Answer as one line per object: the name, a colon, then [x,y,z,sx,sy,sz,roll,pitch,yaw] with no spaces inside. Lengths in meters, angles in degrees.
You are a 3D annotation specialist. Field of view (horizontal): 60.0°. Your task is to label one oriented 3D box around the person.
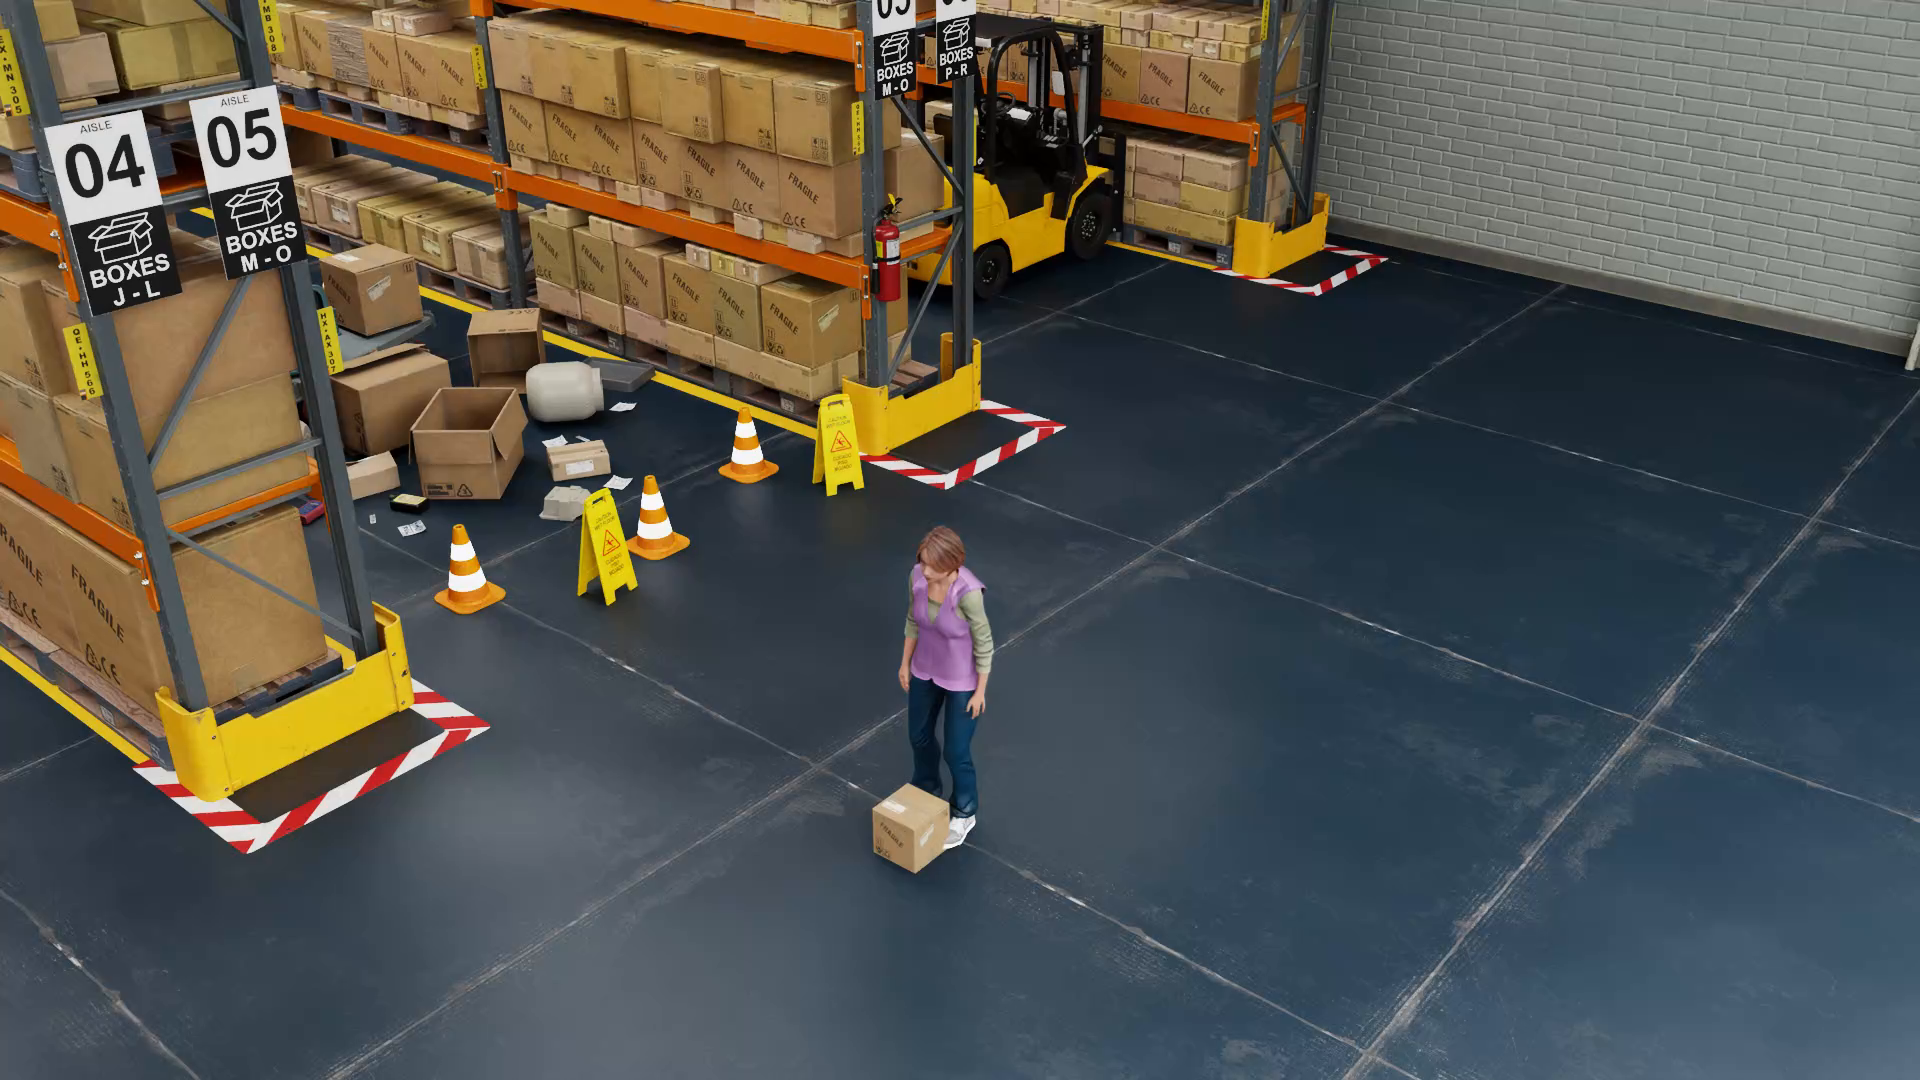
person: [-0.071,0.628,7.439,0.480,1.591,0.347,19,33,31]
